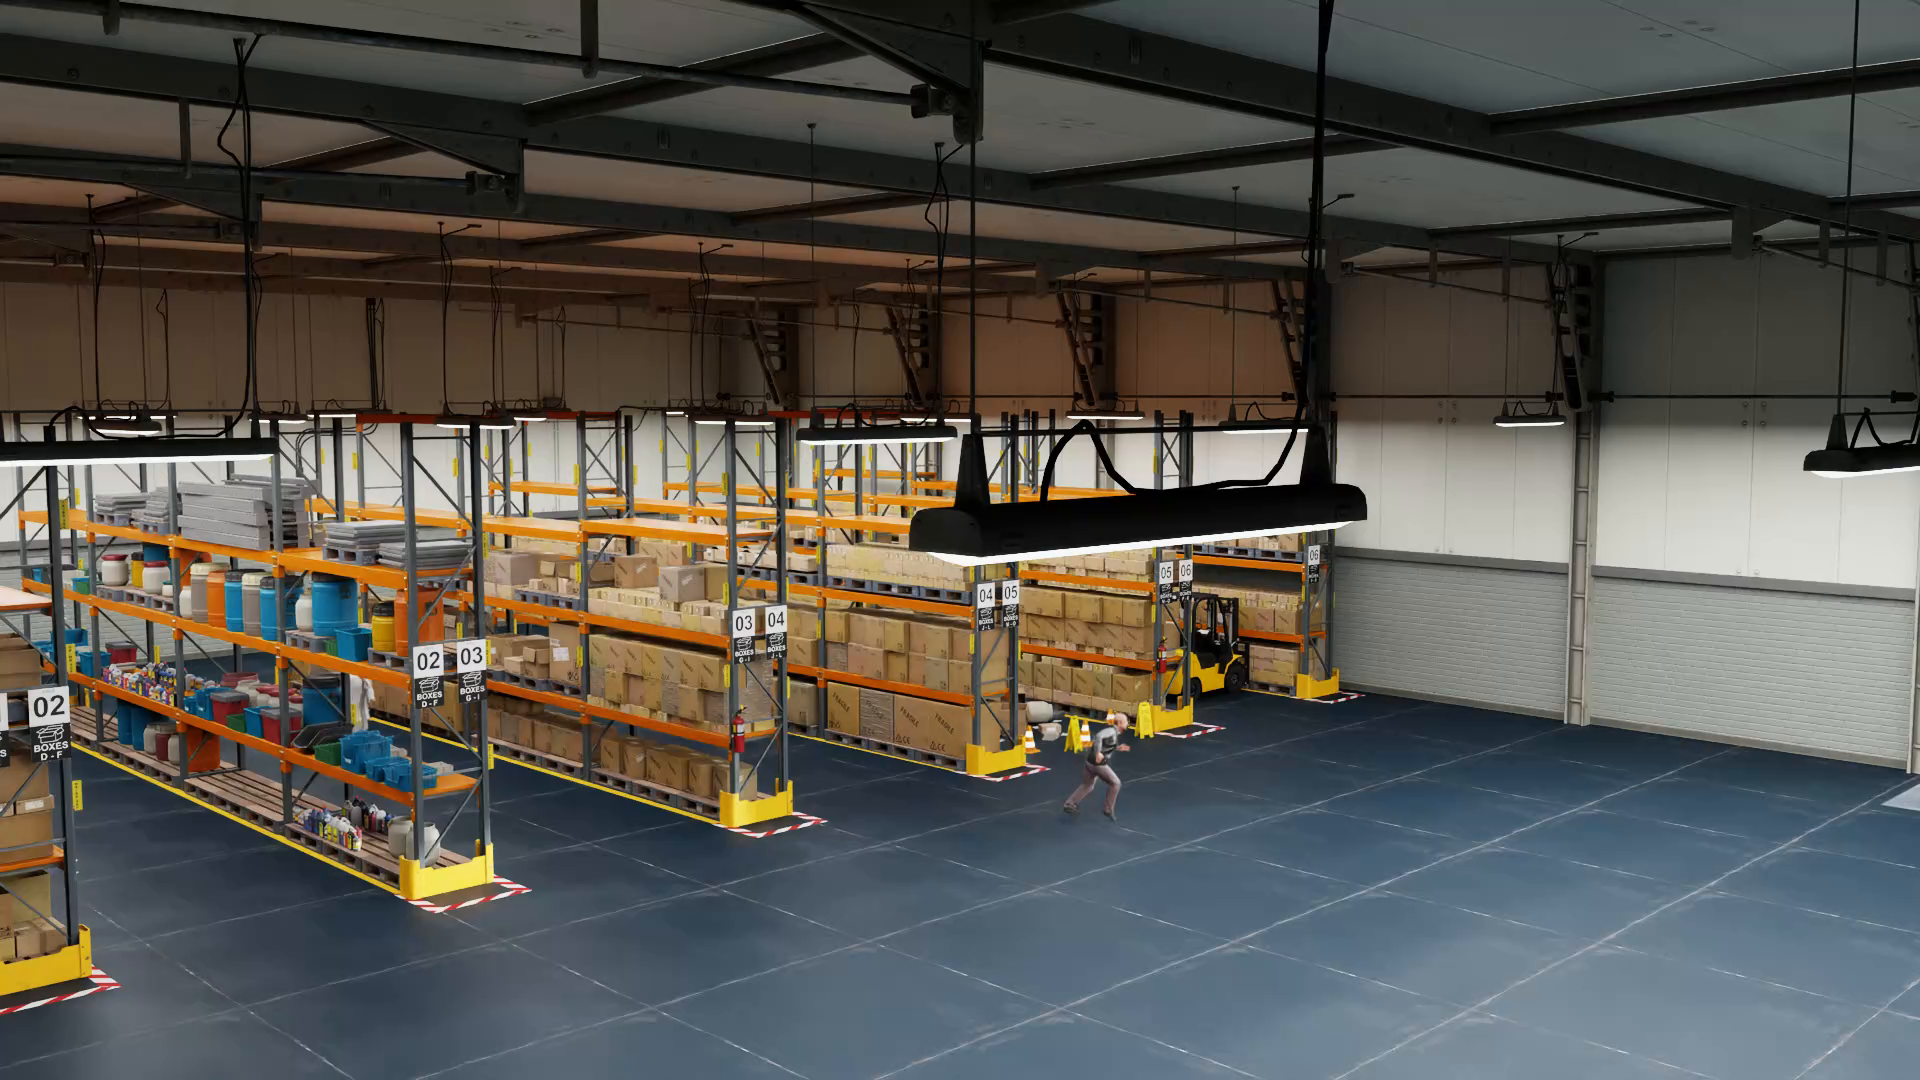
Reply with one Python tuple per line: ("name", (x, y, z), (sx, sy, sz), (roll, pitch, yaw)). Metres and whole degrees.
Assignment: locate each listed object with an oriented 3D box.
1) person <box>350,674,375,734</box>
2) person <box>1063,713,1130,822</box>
("person", (-10.635, 2.949, 29.192), (0.704, 1.712, 0.721), (3, 6, 28))
("person", (2.033, 3.406, 24.739), (0.993, 1.665, 0.697), (0, 5, 2))
